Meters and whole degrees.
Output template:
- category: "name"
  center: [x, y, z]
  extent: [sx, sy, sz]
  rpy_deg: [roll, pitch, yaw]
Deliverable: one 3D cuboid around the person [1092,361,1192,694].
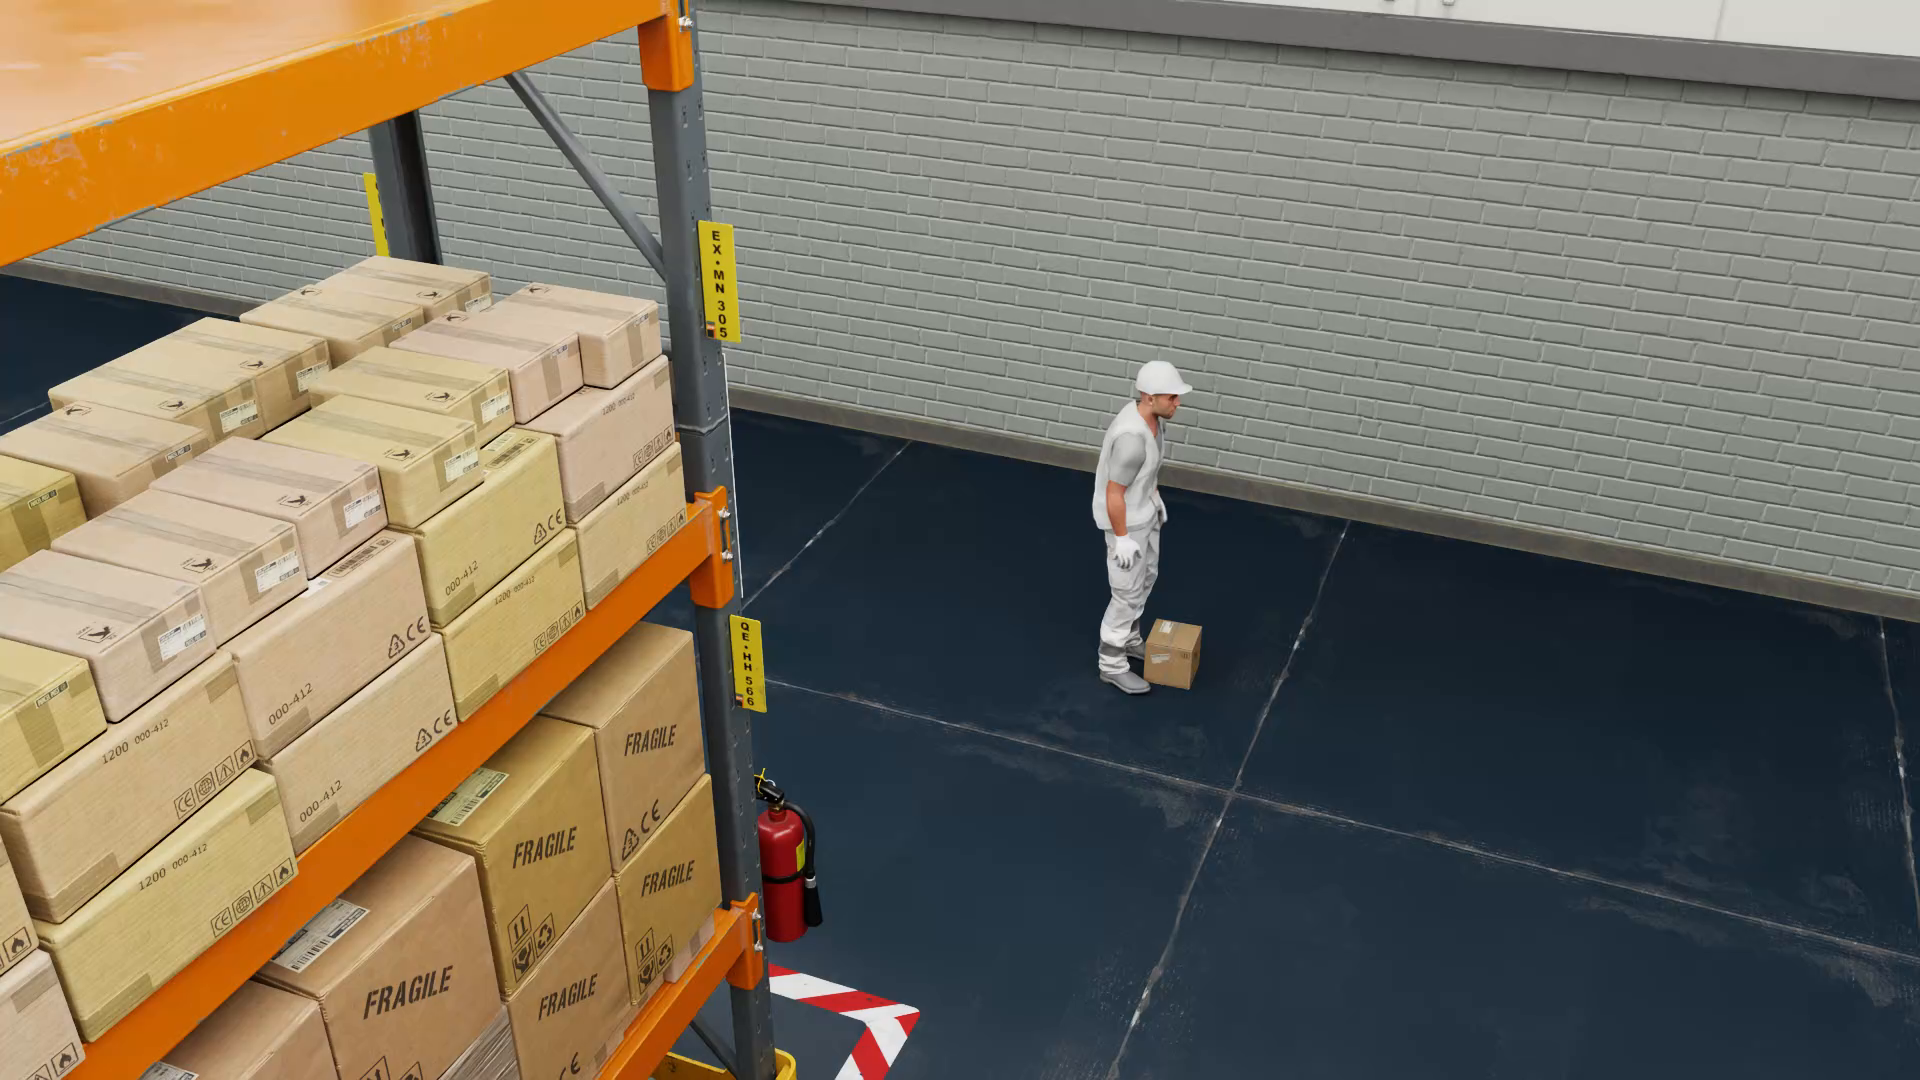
- category: "person"
  center: [0.915, -0.092, 8.550]
  extent: [0.451, 1.779, 0.608]
  rpy_deg: [11, 31, 19]
